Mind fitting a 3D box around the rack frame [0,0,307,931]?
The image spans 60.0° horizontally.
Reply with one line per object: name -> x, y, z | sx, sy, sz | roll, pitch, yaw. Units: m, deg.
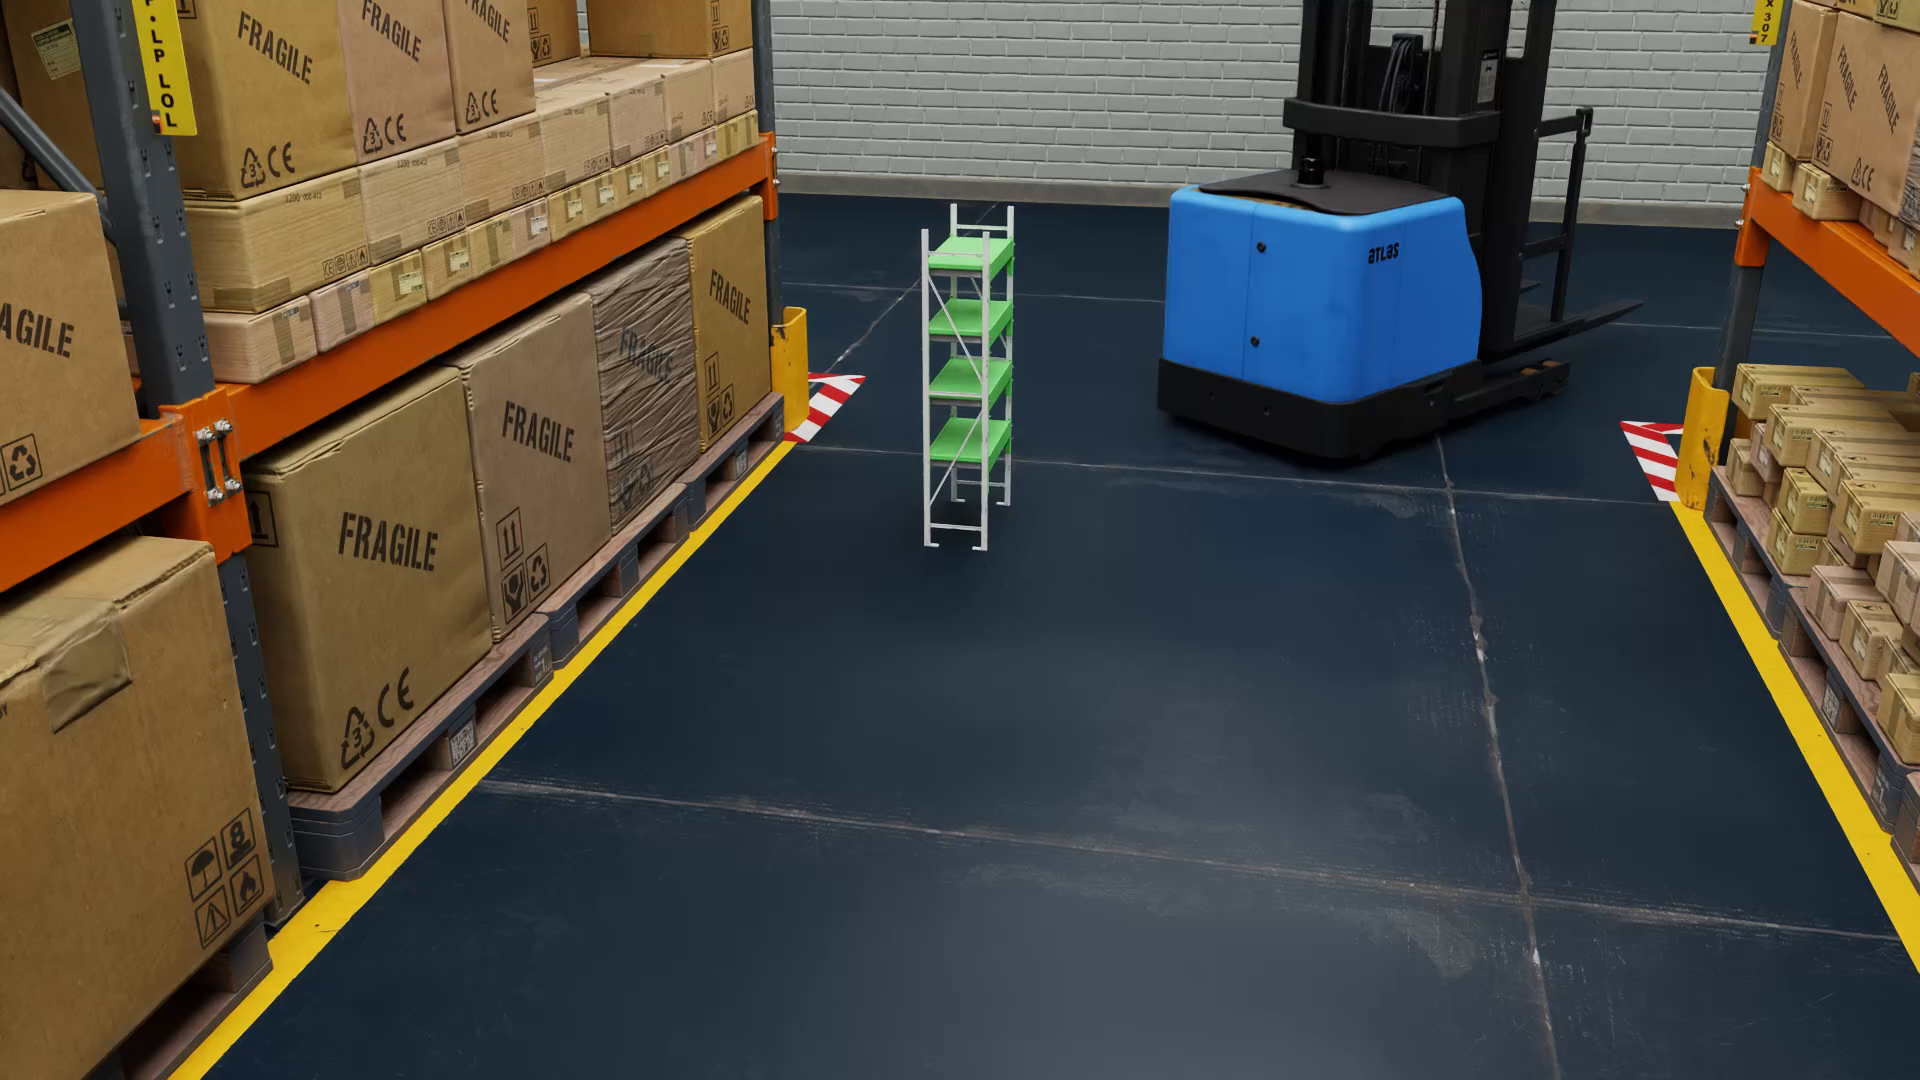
rack frame -> -2.123, -0.509, 3.601 | 1.000, 3.000, 0.127 | 4, 22, 11

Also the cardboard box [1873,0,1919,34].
cardboard box -> 2.952, -1.687, 4.657 | 0.500, 0.500, 0.500 | 4, 22, 10

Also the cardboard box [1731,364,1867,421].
cardboard box -> 3.089, -0.539, 6.135 | 0.380, 0.149, 0.250 | 3, 22, 8

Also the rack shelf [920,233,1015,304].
rack shelf -> 0.034, -1.003, 6.124 | 0.258, 0.148, 0.480 | 4, 22, 11

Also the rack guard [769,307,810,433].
rack guard -> -1.302, -0.821, 7.722 | 1.175, 0.500, 0.348 | 4, 22, 11

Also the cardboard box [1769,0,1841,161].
cardboard box -> 3.166, -1.598, 5.773 | 0.500, 0.500, 0.500 | 6, 23, 13

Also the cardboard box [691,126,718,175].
cardboard box -> -1.161, -1.512, 6.430 | 0.380, 0.149, 0.250 | 5, 22, 11

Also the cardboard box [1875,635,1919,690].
cardboard box -> 2.789, 0.396, 4.609 | 0.380, 0.149, 0.250 | 5, 22, 12

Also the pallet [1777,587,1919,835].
pallet -> 3.061, 0.504, 4.819 | 1.003, 0.211, 1.213 | 4, 22, 11

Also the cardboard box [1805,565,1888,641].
cardboard box -> 2.837, 0.202, 5.091 | 0.380, 0.149, 0.250 | 3, 22, 8

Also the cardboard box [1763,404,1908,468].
cardboard box -> 2.974, -0.347, 5.657 | 0.380, 0.149, 0.250 | 4, 22, 11

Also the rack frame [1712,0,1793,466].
rack frame -> 3.528, -1.556, 6.203 | 1.000, 3.000, 0.127 | 4, 22, 11

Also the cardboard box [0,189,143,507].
cardboard box -> -1.951, -0.363, 3.106 | 0.500, 0.500, 0.500 | 5, 22, 11

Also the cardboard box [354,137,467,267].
cardboard box -> -1.664, -0.910, 4.402 | 0.500, 0.250, 0.500 | 4, 22, 11

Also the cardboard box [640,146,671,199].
cardboard box -> -1.264, -1.326, 5.967 | 0.380, 0.149, 0.250 | 4, 22, 10

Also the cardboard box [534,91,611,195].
cardboard box -> -1.456, -1.280, 5.319 | 0.500, 0.250, 0.500 | 4, 22, 11

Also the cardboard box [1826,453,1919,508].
cardboard box -> 2.938, -0.149, 5.166 | 0.380, 0.149, 0.250 | 5, 23, 13

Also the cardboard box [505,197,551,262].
cardboard box -> -1.473, -0.949, 5.031 | 0.380, 0.149, 0.250 | 5, 22, 12

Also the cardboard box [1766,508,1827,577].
cardboard box -> 2.931, 0.017, 5.551 | 0.380, 0.149, 0.250 | 5, 22, 12

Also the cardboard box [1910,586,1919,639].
cardboard box -> 2.681, 0.225, 4.237 | 0.380, 0.149, 0.250 | 3, 22, 8

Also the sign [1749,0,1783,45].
sign -> 2.997, -1.999, 6.144 | 0.100, 0.325, 0.005 | 4, 22, 11

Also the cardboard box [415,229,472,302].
cardboard box -> -1.578, -0.764, 4.571 | 0.380, 0.149, 0.250 | 4, 22, 9

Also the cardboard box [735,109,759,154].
cardboard box -> -1.057, -1.700, 6.895 | 0.380, 0.149, 0.250 | 5, 22, 12

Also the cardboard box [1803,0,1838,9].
cardboard box -> 3.177, -2.061, 5.585 | 0.500, 0.500, 0.500 | 4, 22, 11

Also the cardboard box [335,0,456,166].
cardboard box -> -1.667, -1.260, 4.266 | 0.500, 0.500, 0.500 | 4, 22, 11

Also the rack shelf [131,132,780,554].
rack shelf -> -1.715, -0.906, 5.552 | 1.077, 0.370, 4.000 | 4, 22, 11

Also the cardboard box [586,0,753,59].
cardboard box -> -1.149, -2.190, 6.574 | 0.500, 0.500, 0.500 | 5, 22, 12

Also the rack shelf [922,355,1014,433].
rack shelf -> 0.034, -0.558, 6.304 | 0.258, 0.148, 0.480 | 4, 22, 11

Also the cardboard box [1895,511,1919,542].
cardboard box -> 2.882, 0.043, 4.689 | 0.380, 0.149, 0.250 | 5, 22, 11

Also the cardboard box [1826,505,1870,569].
cardboard box -> 2.976, -0.013, 5.226 | 0.380, 0.149, 0.250 | 3, 22, 8

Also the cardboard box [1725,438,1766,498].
cardboard box -> 3.108, -0.262, 6.242 | 0.380, 0.149, 0.250 | 5, 22, 12

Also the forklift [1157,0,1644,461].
forklift -> 2.339, -2.146, 7.759 | 3.031, 2.935, 1.130 | -19, 29, -39

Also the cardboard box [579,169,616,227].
cardboard box -> -1.369, -1.141, 5.507 | 0.380, 0.149, 0.250 | 5, 22, 12

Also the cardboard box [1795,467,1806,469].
cardboard box -> 3.096, -0.203, 5.697 | 0.380, 0.149, 0.250 | 5, 22, 12

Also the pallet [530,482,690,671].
pallet -> -1.644, 0.065, 5.909 | 1.003, 0.211, 1.213 | 4, 22, 11

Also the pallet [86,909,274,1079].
pallet -> -2.206, 1.073, 3.407 | 1.003, 0.211, 1.213 | 4, 22, 11

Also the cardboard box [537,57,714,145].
cardboard box -> -1.250, -1.657, 6.255 | 0.500, 0.250, 0.500 | 4, 22, 10

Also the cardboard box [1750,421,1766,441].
cardboard box -> 3.170, -0.395, 6.174 | 0.380, 0.149, 0.250 | 5, 23, 13

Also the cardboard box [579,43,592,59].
cardboard box -> -1.669, -1.885, 6.821 | 0.500, 0.250, 0.500 | 4, 22, 9

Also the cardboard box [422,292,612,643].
cardboard box -> -1.726, -0.282, 5.321 | 0.875, 0.875, 0.875 | 4, 22, 11

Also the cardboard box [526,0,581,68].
cardboard box -> -1.771, -2.050, 6.227 | 0.500, 0.500, 0.500 | 4, 22, 10

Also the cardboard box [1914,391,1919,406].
cardboard box -> 3.561, -0.404, 5.800 | 0.380, 0.149, 0.250 | 5, 22, 12

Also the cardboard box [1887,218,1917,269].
cardboard box -> 2.947, -0.865, 4.823 | 0.380, 0.149, 0.250 | 4, 22, 10

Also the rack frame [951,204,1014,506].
rack frame -> 0.084, -0.706, 6.501 | 0.240, 1.200, 0.015 | 4, 22, 11

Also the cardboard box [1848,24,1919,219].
cardboard box -> 2.970, -1.222, 4.840 | 0.500, 0.500, 0.500 | 5, 22, 12

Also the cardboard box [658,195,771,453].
cardboard box -> -1.359, -0.941, 6.956 | 0.875, 0.875, 0.875 | 4, 22, 11

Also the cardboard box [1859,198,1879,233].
cardboard box -> 3.104, -1.051, 5.283 | 0.380, 0.149, 0.250 | 6, 23, 13

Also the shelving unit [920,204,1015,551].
shelving unit -> 0.034, -0.617, 6.280 | 0.258, 1.200, 0.503 | 4, 22, 11

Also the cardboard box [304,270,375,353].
cardboard box -> -1.683, -0.571, 4.092 | 0.380, 0.149, 0.250 | 4, 22, 9

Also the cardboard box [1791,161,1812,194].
cardboard box -> 3.130, -1.250, 5.779 | 0.380, 0.149, 0.250 | 5, 23, 13

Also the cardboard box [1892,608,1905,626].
cardboard box -> 2.896, 0.188, 4.728 | 0.380, 0.149, 0.250 | 6, 23, 13
